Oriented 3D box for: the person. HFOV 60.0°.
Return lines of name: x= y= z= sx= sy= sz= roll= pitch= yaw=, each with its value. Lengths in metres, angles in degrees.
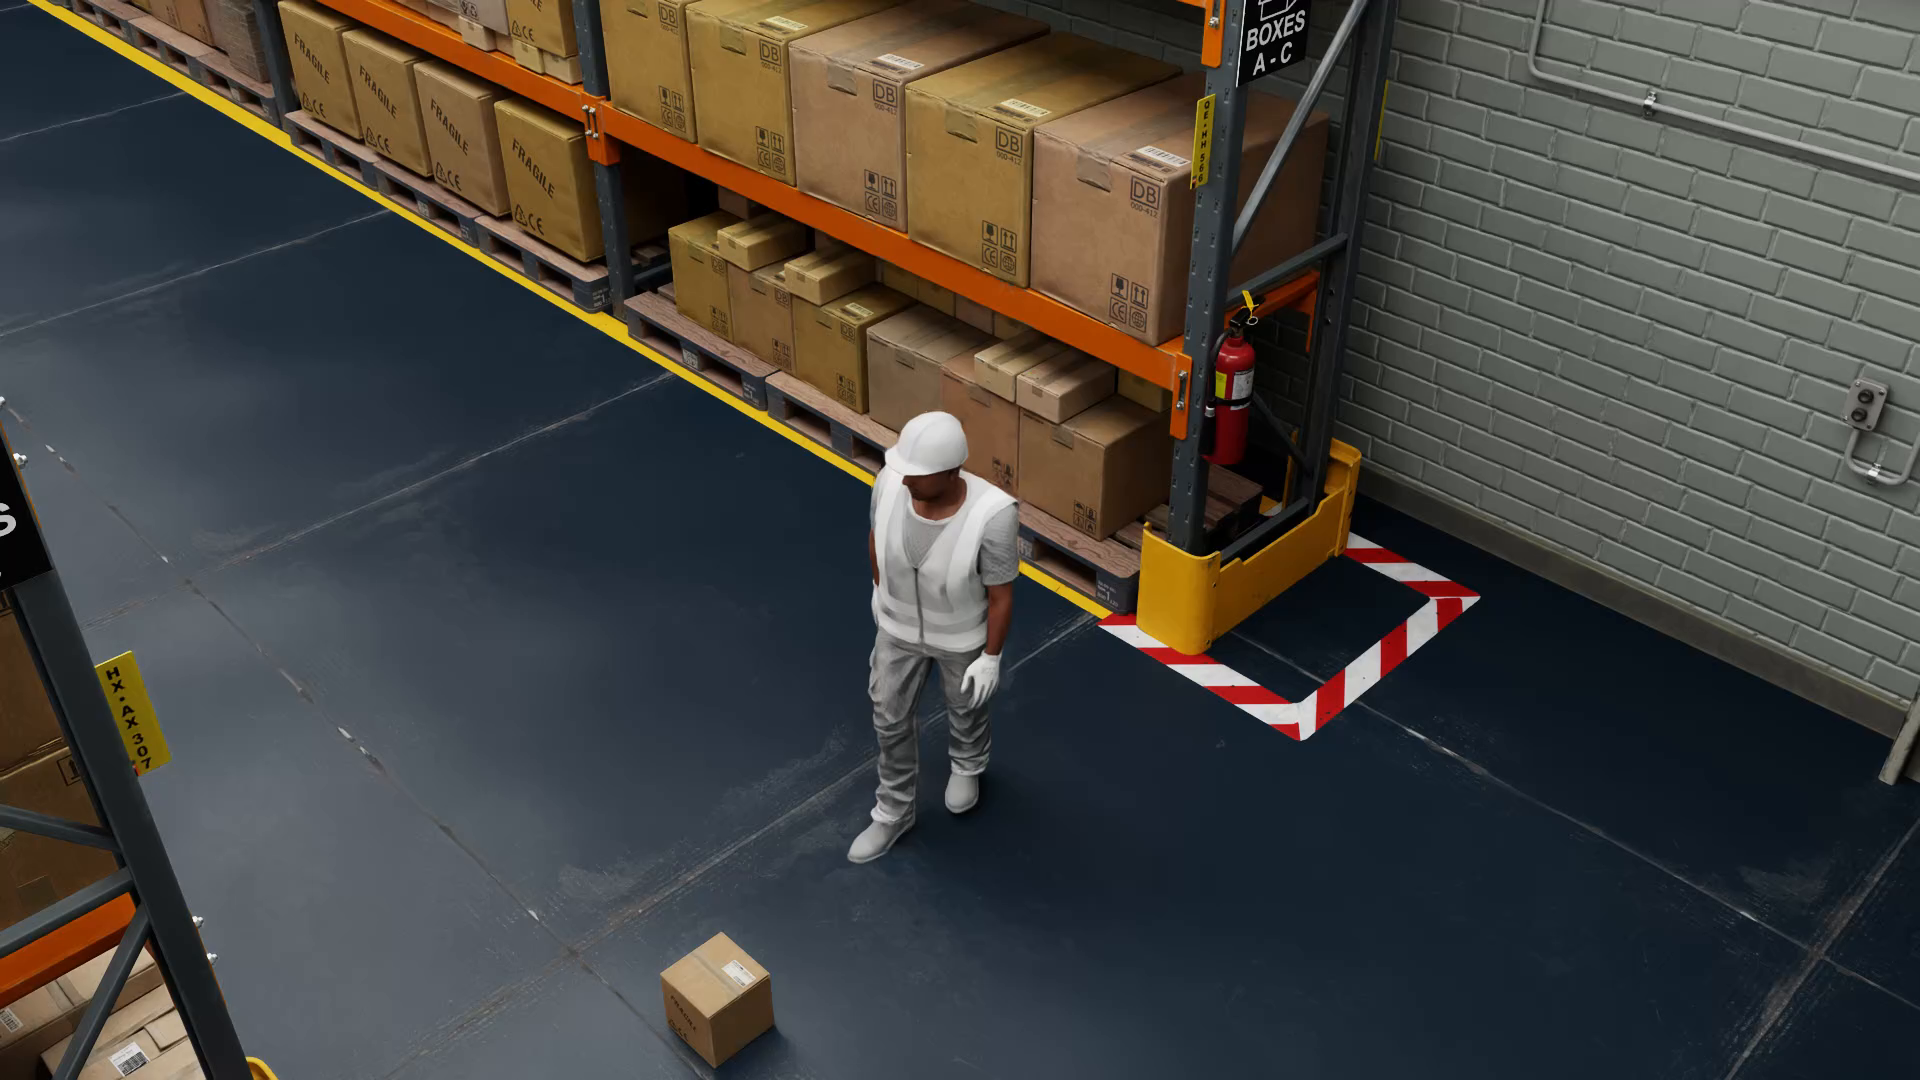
person: x=-0.078 y=0.318 z=5.682 sx=0.575 sy=1.809 sz=0.612 roll=11 pitch=37 yaw=15
